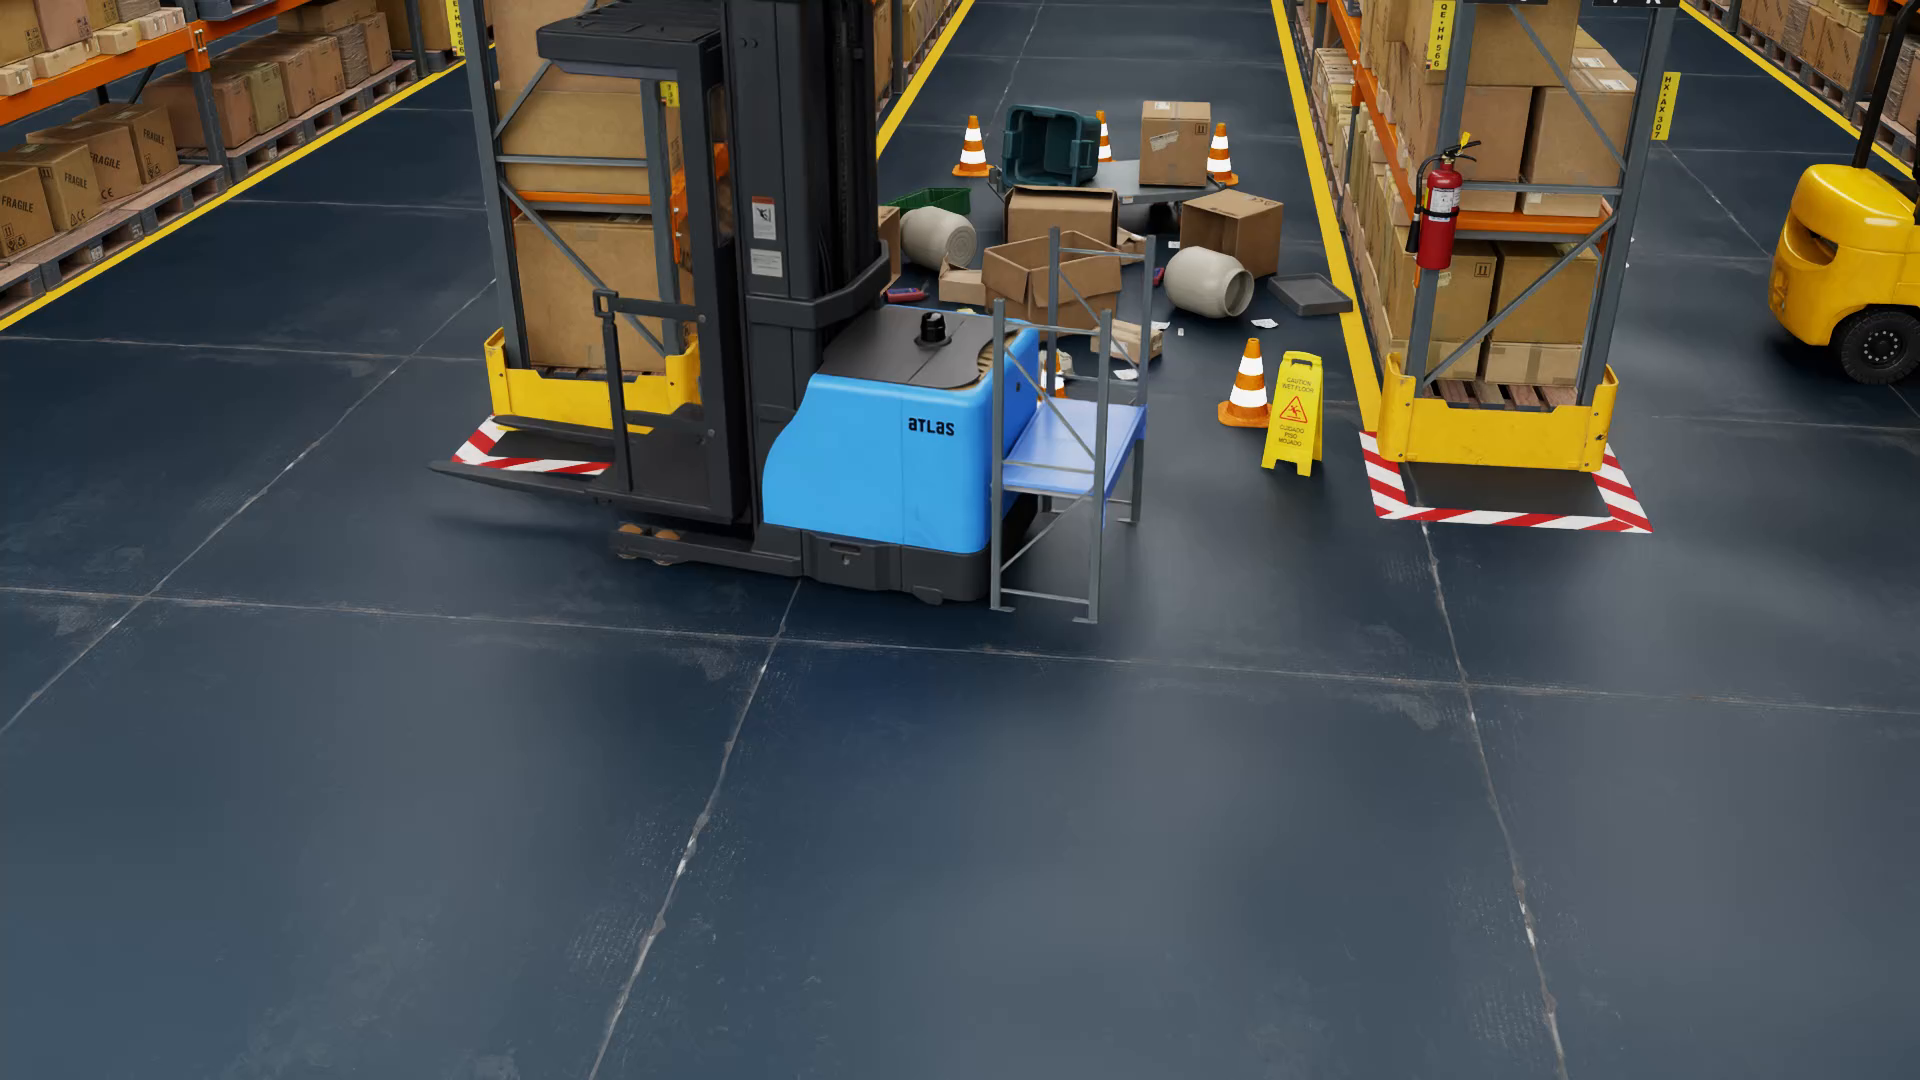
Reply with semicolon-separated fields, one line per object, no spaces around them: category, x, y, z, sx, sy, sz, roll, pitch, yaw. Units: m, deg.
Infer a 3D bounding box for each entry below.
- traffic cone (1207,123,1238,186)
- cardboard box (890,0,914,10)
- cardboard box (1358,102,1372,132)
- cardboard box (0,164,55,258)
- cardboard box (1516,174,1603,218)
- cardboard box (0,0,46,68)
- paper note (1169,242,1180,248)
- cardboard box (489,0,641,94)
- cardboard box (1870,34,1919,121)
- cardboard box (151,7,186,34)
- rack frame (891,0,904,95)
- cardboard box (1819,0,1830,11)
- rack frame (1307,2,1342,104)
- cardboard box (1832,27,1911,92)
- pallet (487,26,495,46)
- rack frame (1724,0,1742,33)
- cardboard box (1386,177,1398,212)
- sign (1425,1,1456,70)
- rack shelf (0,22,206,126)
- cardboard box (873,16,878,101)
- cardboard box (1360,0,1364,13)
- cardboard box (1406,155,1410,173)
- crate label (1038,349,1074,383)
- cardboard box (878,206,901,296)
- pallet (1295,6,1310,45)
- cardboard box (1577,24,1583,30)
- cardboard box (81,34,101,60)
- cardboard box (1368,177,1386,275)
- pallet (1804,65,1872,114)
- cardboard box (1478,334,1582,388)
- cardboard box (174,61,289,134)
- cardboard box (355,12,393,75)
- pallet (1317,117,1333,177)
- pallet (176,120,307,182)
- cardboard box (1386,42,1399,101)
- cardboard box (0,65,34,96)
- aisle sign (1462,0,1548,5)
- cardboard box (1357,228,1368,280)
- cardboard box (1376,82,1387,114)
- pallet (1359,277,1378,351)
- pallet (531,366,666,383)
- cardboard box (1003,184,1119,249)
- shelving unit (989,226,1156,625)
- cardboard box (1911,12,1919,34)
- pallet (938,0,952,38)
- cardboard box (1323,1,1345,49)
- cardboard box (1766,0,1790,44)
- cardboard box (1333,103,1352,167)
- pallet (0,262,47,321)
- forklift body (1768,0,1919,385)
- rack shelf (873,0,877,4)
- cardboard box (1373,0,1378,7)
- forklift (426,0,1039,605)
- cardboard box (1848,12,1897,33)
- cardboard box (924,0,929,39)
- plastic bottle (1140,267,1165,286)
traffic cone;2.137;-3.193;13.689;0.336;0.463;0.334;3;28;6
cardboard box;-0.736;-5.493;16.685;0.500;0.250;0.500;2;28;4
cardboard box;2.959;-2.918;11.485;0.380;0.149;0.250;4;29;7
cardboard box;-6.723;-2.292;11.535;0.500;0.500;0.500;6;29;11
cardboard box;3.131;-1.799;8.692;0.380;0.149;0.250;3;29;6
cardboard box;-6.737;-3.480;11.128;0.875;0.500;0.500;3;28;6
paper note;1.616;-2.187;12.278;0.148;0.019;0.142;3;28;6
cardboard box;-1.957;-2.716;8.832;0.875;0.550;0.550;3;28;6
cardboard box;8.701;-4.088;14.736;0.875;0.625;0.625;4;29;8
cardboard box;-6.195;-3.992;12.762;0.380;0.149;0.250;3;28;6
rack frame;-1.060;-5.768;15.793;1.000;3.000;0.127;3;28;6
cardboard box;8.787;-5.349;16.525;0.380;0.149;0.250;3;28;5
rack frame;3.865;-5.528;15.348;1.000;3.000;0.127;3;28;6
cardboard box;8.630;-4.537;15.702;0.500;0.500;0.500;4;29;8
pallet;-5.647;-5.815;18.822;1.003;0.211;1.213;3;28;6
rack frame;9.281;-7.124;18.311;1.000;3.000;0.127;3;28;6
cardboard box;2.736;-2.039;9.854;0.380;0.149;0.250;4;29;7
sign;2.336;-2.453;8.086;0.100;0.325;0.005;3;28;6
rack shelf;-6.706;-2.963;11.345;1.077;0.370;4.000;3;28;6
cardboard box;-1.328;-4.269;14.941;1.050;0.750;0.750;4;29;7
cardboard box;3.164;-3.977;12.292;0.380;0.149;0.250;4;29;7
cardboard box;2.692;-2.085;9.222;0.380;0.149;0.250;3;28;5
crate label;0.548;-1.057;10.068;0.250;0.136;0.298;-11;30;-20
cardboard box;-0.722;-1.995;11.424;0.500;0.500;0.500;8;29;15
pallet;4.335;-5.815;18.822;1.003;0.211;1.213;3;28;6
cardboard box;3.393;-2.868;9.991;0.500;0.500;0.500;3;28;5
cardboard box;-6.407;-3.526;11.898;0.380;0.149;0.250;3;28;6
cardboard box;2.853;-1.942;10.357;0.500;0.500;0.500;3;28;5
pallet;8.920;-4.363;16.125;1.003;0.211;1.213;3;28;6
cardboard box;3.258;-1.100;9.585;0.500;0.250;0.500;3;28;6
cardboard box;-6.287;-3.825;14.359;0.700;0.500;0.500;3;28;6
cardboard box;-6.033;-4.880;16.318;0.700;0.500;0.500;2;28;4
pallet;3.615;-3.360;14.264;1.003;0.211;1.213;3;28;6
pallet;-6.367;-3.360;14.264;1.003;0.211;1.213;3;28;6
cardboard box;2.889;-2.917;10.082;0.500;0.500;0.500;4;29;7
cardboard box;-6.399;-3.048;11.010;0.380;0.149;0.250;3;28;6
aisle sign;2.589;-2.894;7.719;0.394;0.787;0.004;3;28;6
cardboard box;2.918;-1.855;10.988;0.500;0.250;0.500;3;28;6
cardboard box;2.852;-2.803;10.555;0.380;0.149;0.250;3;29;6
pallet;3.180;-1.523;10.855;1.003;0.211;1.213;3;28;6
pallet;-2.020;-1.155;10.172;1.003;0.211;1.213;3;28;6
cardboard box;0.693;-2.137;11.544;0.797;0.637;0.503;3;28;6
shelving unit;0.525;-0.546;7.683;0.538;1.500;1.048;8;29;14
cardboard box;9.165;-4.838;15.577;0.380;0.149;0.250;5;29;9
pallet;-0.664;-6.056;19.269;1.003;0.211;1.213;3;28;6
cardboard box;4.032;-5.097;16.347;0.875;0.875;0.875;3;28;6
cardboard box;8.878;-5.508;17.504;0.500;0.500;0.500;3;28;5
cardboard box;3.521;-3.259;13.464;0.950;0.372;0.625;5;29;9
pallet;-6.807;-1.526;10.861;1.003;0.211;1.213;3;28;6
forklift body;6.233;-2.100;9.881;2.313;2.155;1.214;3;28;6
rack shelf;-1.306;-4.510;14.217;1.077;0.370;4.000;3;28;6
cardboard box;2.933;-3.592;10.281;0.700;0.500;0.500;3;28;5
forklift;-1.184;-1.394;7.747;3.031;2.935;1.130;9;30;16
cardboard box;8.600;-4.858;15.614;0.380;0.149;0.250;2;28;4
cardboard box;-0.604;-5.649;17.766;0.500;0.500;0.500;3;28;5
plastic bottle;1.355;-1.853;11.625;0.133;0.061;0.283;8;29;15
